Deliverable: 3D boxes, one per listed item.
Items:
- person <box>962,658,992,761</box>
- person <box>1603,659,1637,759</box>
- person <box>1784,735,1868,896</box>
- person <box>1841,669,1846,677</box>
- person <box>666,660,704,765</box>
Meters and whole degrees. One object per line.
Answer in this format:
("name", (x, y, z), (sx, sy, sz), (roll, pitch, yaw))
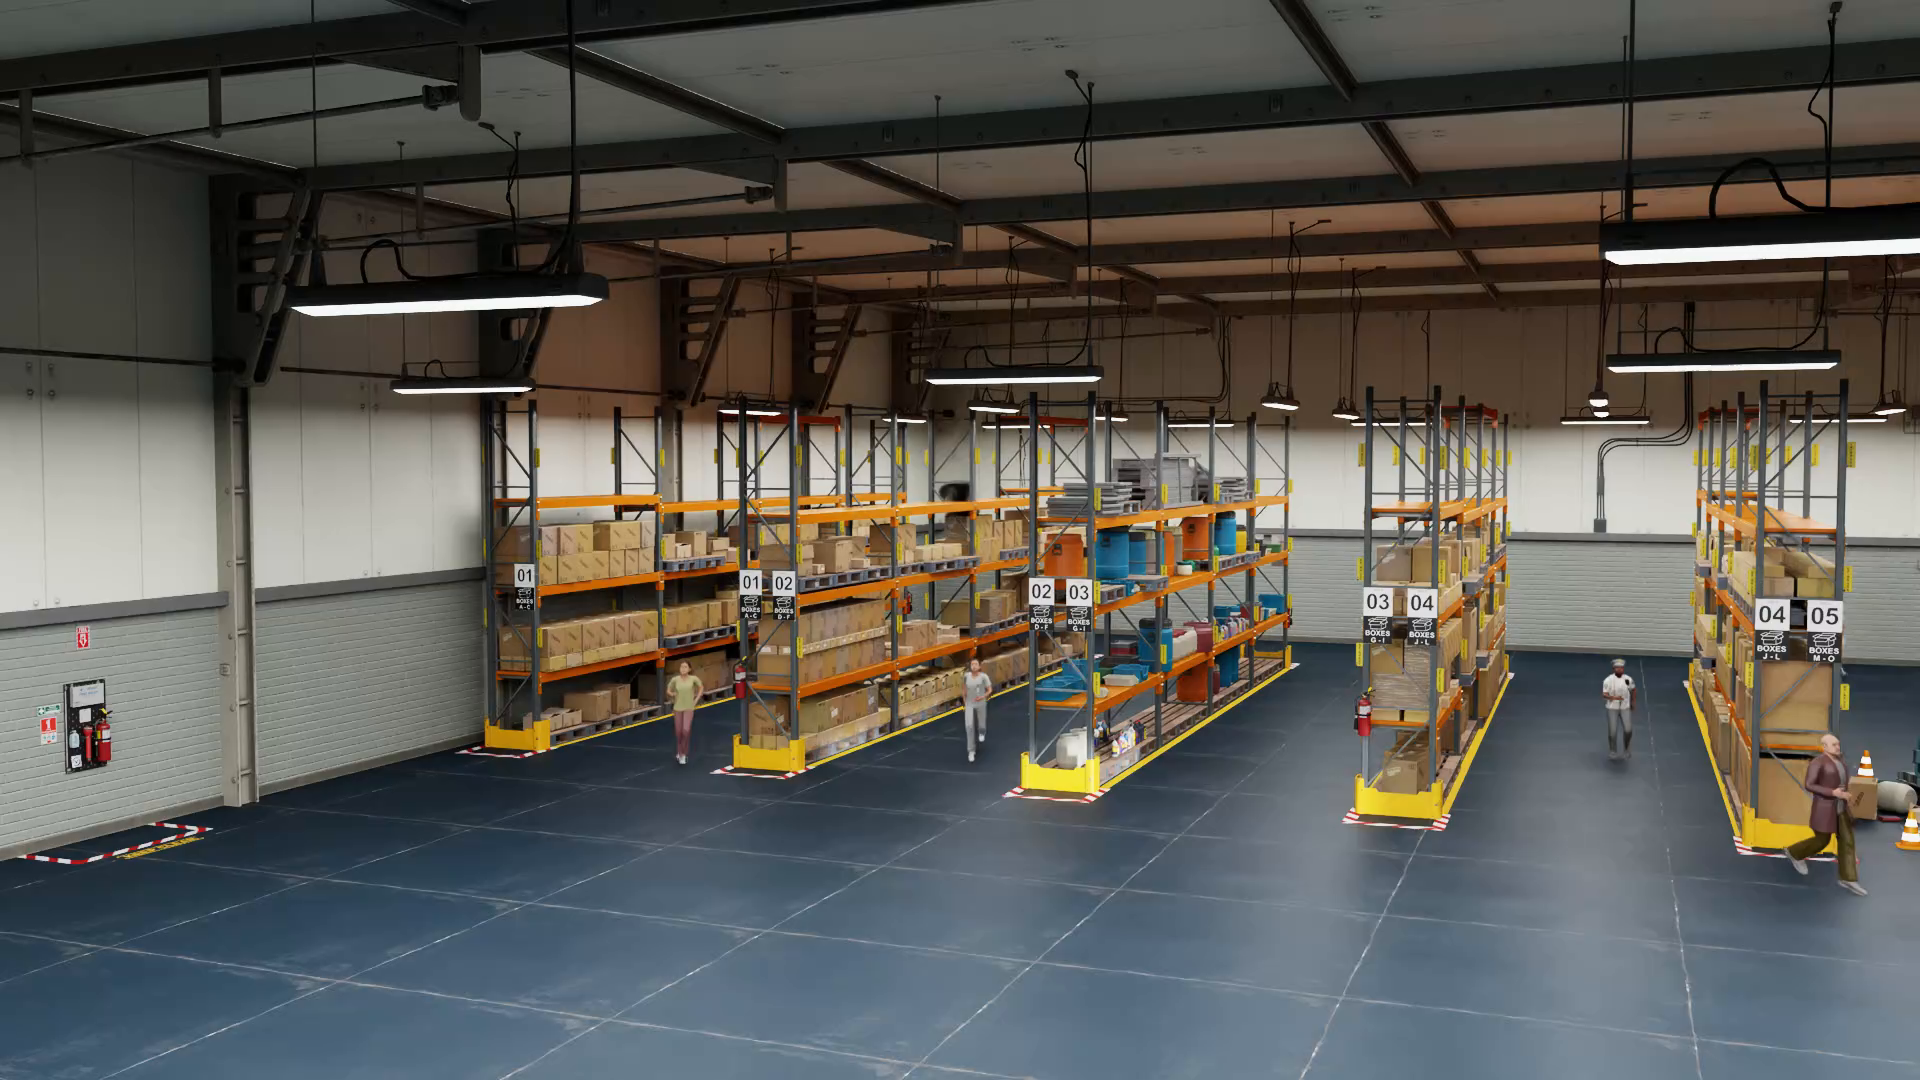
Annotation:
("person", (0.282, 2.809, 27.957), (0.537, 1.677, 1.114), (0, 3, 6))
("person", (10.917, 2.798, 27.481), (0.569, 1.673, 0.655), (1, 3, 13))
("person", (10.105, 3.153, 19.364), (0.710, 1.790, 1.042), (-1, 3, -22))
("person", (19.018, 2.310, 36.609), (0.901, 1.789, 0.669), (2, 3, 28))
("person", (-4.529, 2.832, 27.342), (0.590, 1.732, 0.662), (0, 3, 3))
